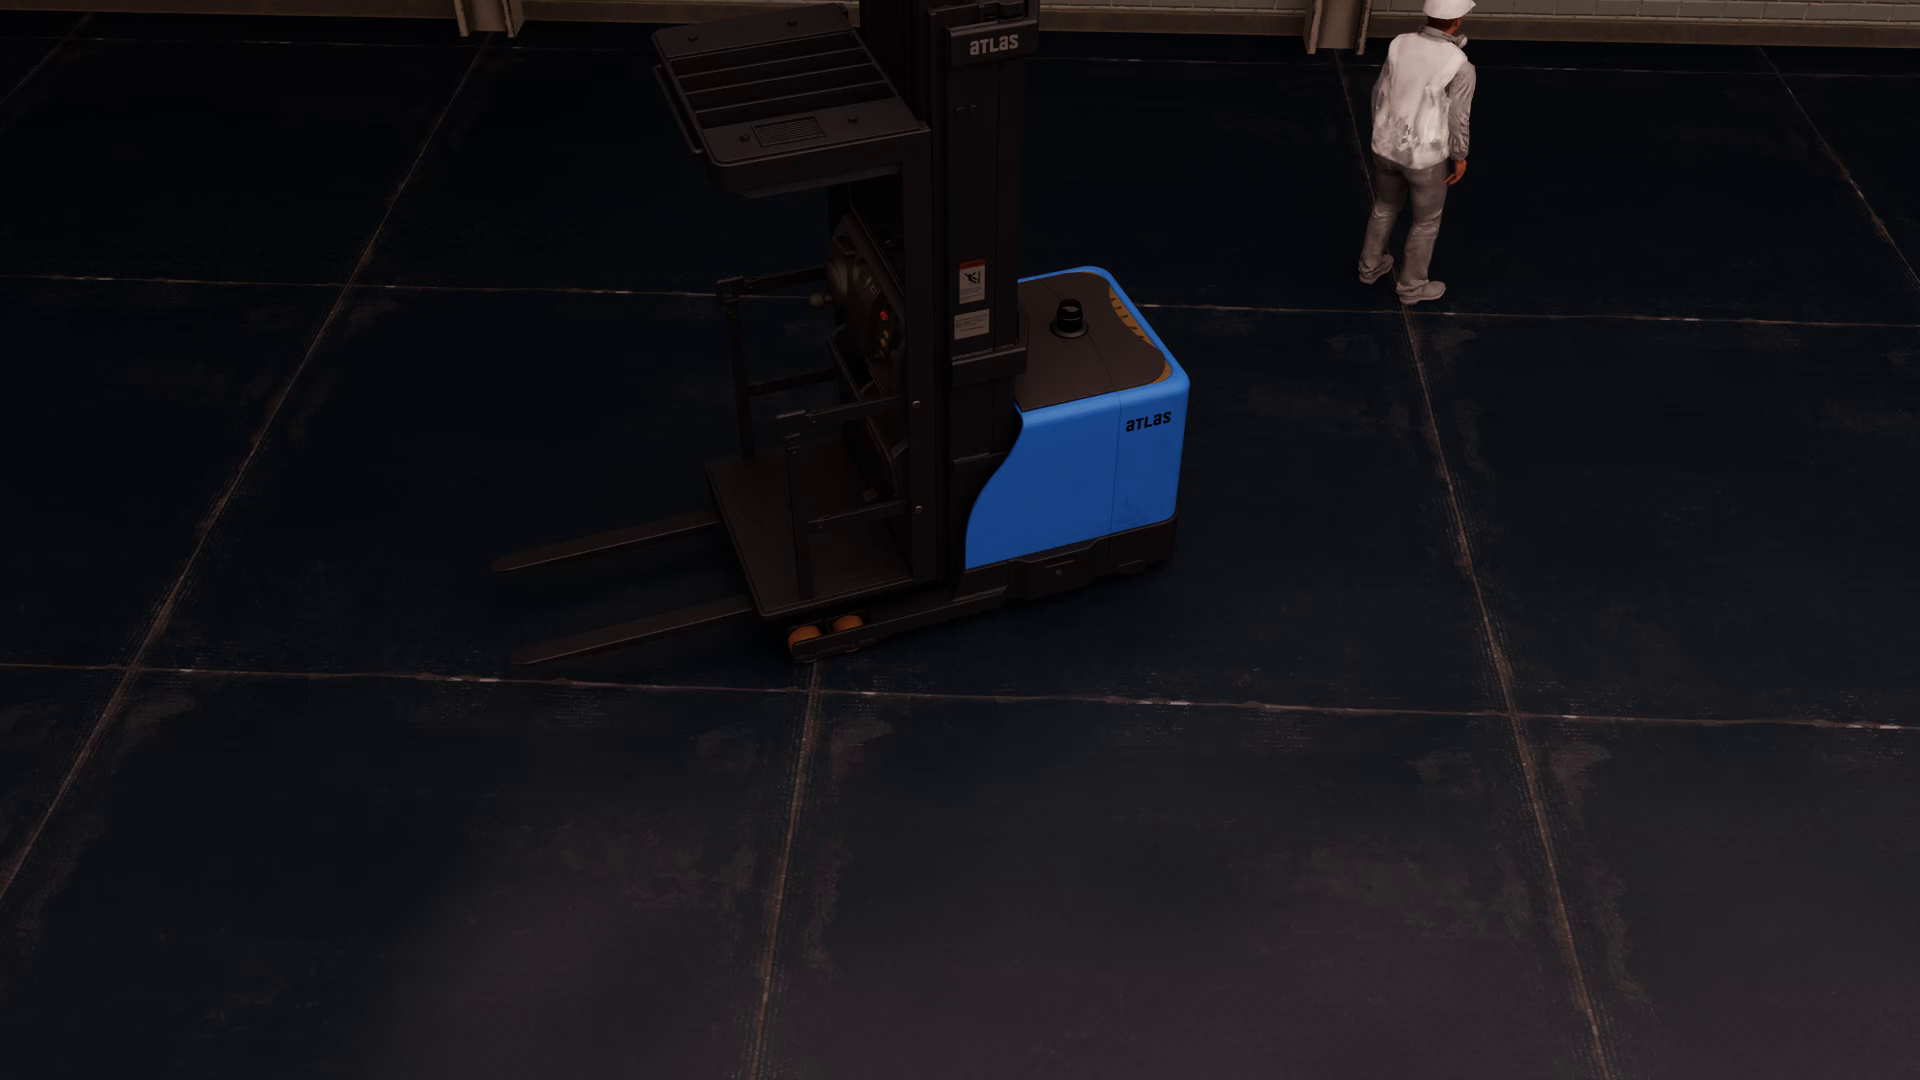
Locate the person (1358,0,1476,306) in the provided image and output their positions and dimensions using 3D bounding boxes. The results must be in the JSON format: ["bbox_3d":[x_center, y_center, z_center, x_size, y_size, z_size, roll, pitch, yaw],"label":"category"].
[{"bbox_3d":[2.450,-2.123,8.927,0.457,1.773,0.594,-32,51,-30],"label":"person"}]

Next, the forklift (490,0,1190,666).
[{"bbox_3d":[-0.573,-0.945,6.778,3.031,2.935,1.130,-13,44,-14],"label":"forklift"}]
